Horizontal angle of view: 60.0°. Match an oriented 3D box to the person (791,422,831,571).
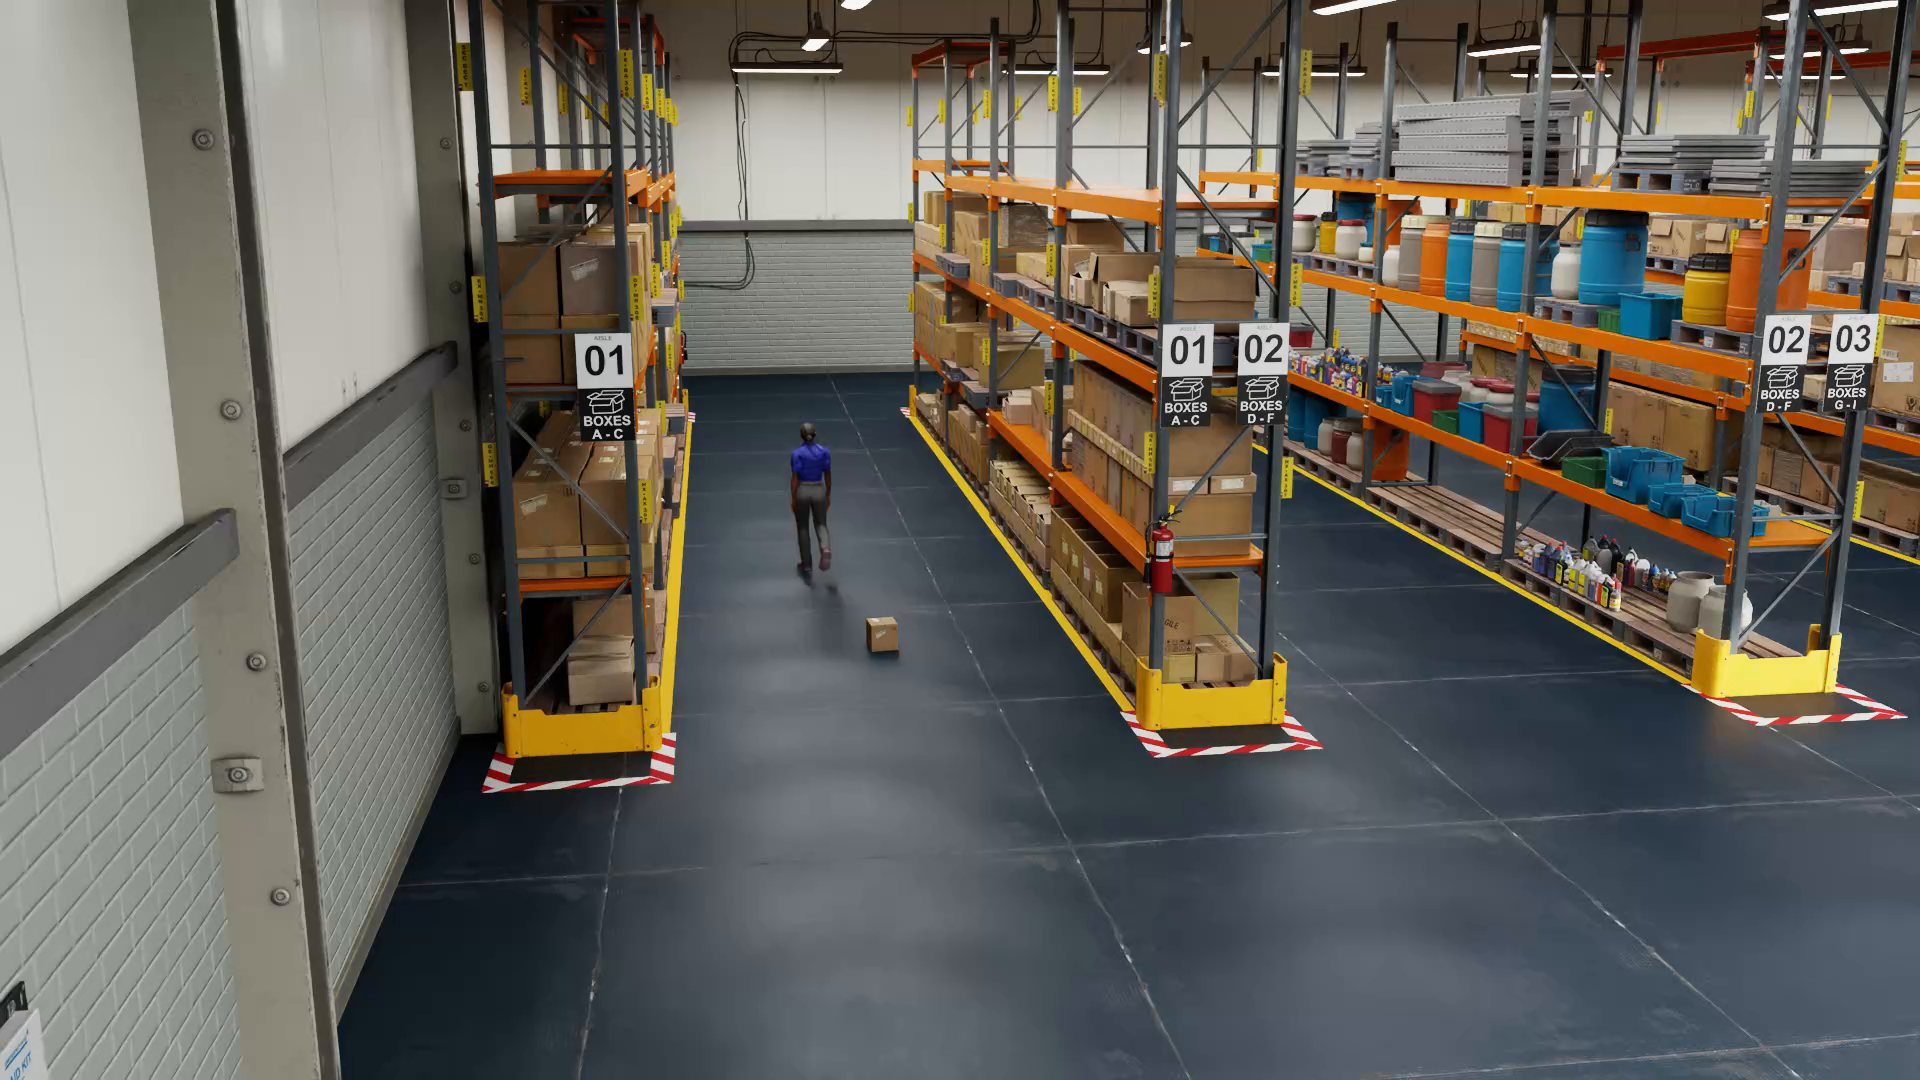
[{"bbox_3d":[-1.590,-0.454,17.841,0.447,1.638,0.604,-5,14,-20],"label":"person"}]
